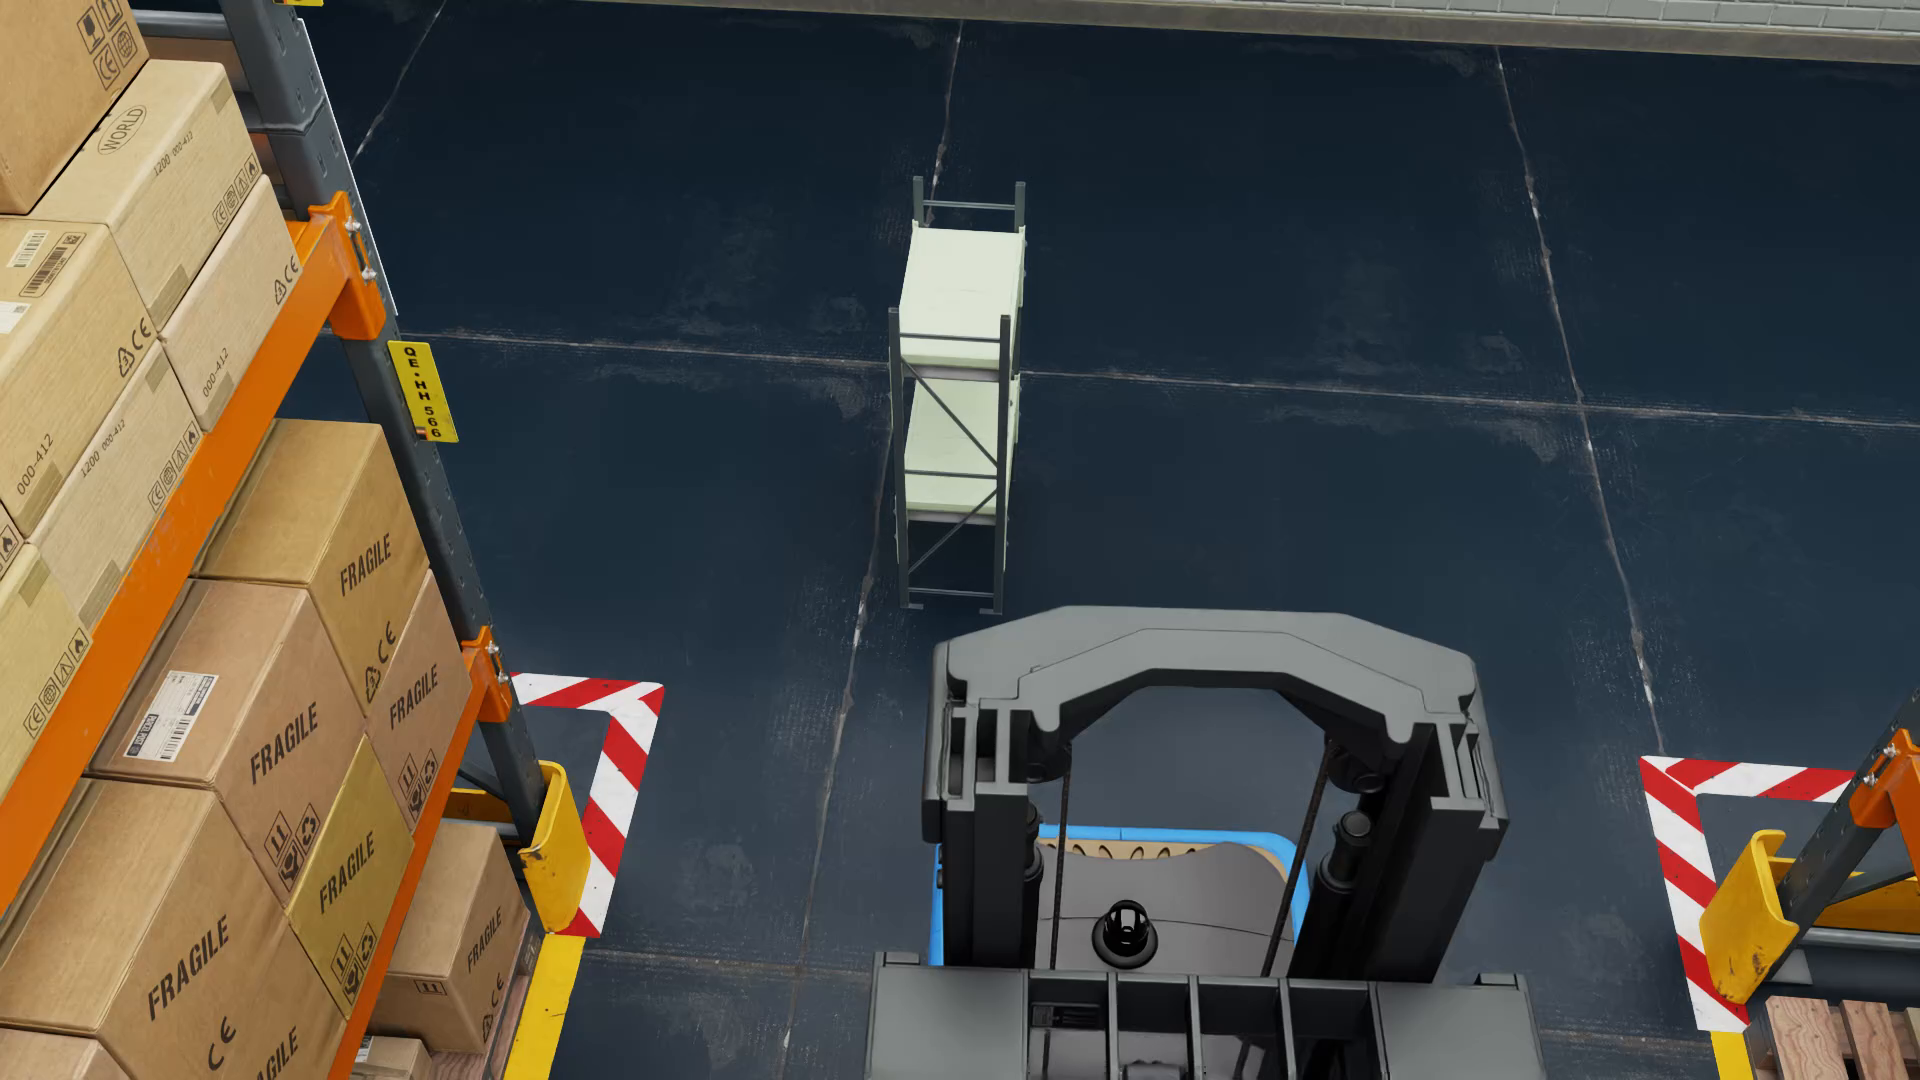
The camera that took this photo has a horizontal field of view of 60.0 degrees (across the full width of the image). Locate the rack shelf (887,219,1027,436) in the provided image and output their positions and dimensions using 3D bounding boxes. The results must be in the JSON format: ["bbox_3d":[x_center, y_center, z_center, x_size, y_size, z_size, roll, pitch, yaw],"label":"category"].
[{"bbox_3d":[-0.001,-0.765,5.930,0.431,0.370,0.720,4,48,4],"label":"rack shelf"}]

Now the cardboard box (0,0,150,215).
[{"bbox_3d":[-1.895,-0.919,2.806,0.700,0.500,0.500,4,48,4],"label":"cardboard box"}]

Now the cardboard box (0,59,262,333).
[{"bbox_3d":[-1.657,-0.650,3.068,0.500,0.250,0.500,4,48,4],"label":"cardboard box"}]

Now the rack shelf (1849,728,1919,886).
[{"bbox_3d":[2.886,2.134,3.279,1.077,0.370,4.000,4,48,4],"label":"rack shelf"}]

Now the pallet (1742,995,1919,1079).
[{"bbox_3d":[2.955,1.966,4.835,1.003,0.211,1.213,4,48,4],"label":"pallet"}]

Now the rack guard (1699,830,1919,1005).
[{"bbox_3d":[3.058,1.246,5.297,1.175,0.500,0.348,4,48,4],"label":"rack guard"}]

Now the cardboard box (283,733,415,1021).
[{"bbox_3d":[-1.678,0.781,3.961,0.500,0.500,0.500,4,48,4],"label":"cardboard box"}]

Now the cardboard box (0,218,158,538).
[{"bbox_3d":[-1.702,-0.283,2.732,0.500,0.250,0.500,4,48,4],"label":"cardboard box"}]

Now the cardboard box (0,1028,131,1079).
[{"bbox_3d":[-1.765,1.190,2.910,0.500,0.500,0.500,5,48,5],"label":"cardboard box"}]

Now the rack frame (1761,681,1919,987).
[{"bbox_3d":[3.068,0.421,4.358,1.000,3.000,0.127,4,48,4],"label":"rack frame"}]

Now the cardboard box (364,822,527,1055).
[{"bbox_3d":[-1.668,1.197,5.044,0.500,0.500,0.500,4,48,4],"label":"cardboard box"}]

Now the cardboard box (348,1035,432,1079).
[{"bbox_3d":[-1.795,1.601,4.901,0.380,0.166,0.250,4,48,4],"label":"cardboard box"}]

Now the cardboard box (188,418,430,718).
[{"bbox_3d":[-1.631,0.060,3.943,0.500,0.500,0.500,3,48,3],"label":"cardboard box"}]

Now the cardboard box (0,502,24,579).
[{"bbox_3d":[-1.751,0.084,2.396,0.500,0.250,0.500,4,48,4],"label":"cardboard box"}]

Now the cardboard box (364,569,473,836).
[{"bbox_3d":[-1.634,0.399,4.310,0.500,0.500,0.500,5,48,5],"label":"cardboard box"}]

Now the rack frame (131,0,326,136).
[{"bbox_3d":[-1.864,-1.939,2.451,1.000,3.000,0.127,4,48,4],"label":"rack frame"}]

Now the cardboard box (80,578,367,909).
[{"bbox_3d":[-1.676,0.431,3.603,0.500,0.500,0.500,5,48,5],"label":"cardboard box"}]

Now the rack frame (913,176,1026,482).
[{"bbox_3d":[0.033,-0.770,6.464,0.400,1.500,0.023,4,48,4],"label":"rack frame"}]

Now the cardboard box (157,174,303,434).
[{"bbox_3d":[-1.648,-0.481,3.252,0.500,0.250,0.500,4,48,4],"label":"cardboard box"}]

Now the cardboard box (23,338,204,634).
[{"bbox_3d":[-1.705,-0.114,2.917,0.500,0.250,0.500,4,48,4],"label":"cardboard box"}]

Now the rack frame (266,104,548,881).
[{"bbox_3d":[-1.864,0.085,4.665,1.000,3.000,0.127,4,48,4],"label":"rack frame"}]

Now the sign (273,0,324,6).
[{"bbox_3d":[-1.313,-1.174,3.184,0.100,0.325,0.005,4,48,4],"label":"sign"}]

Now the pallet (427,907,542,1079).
[{"bbox_3d":[-1.943,1.668,5.107,1.003,0.211,1.213,4,48,4],"label":"pallet"}]

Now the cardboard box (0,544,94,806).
[{"bbox_3d":[-1.737,0.254,2.580,0.500,0.250,0.500,4,48,4],"label":"cardboard box"}]

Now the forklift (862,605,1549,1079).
[{"bbox_3d":[0.384,1.620,3.308,1.130,2.935,3.031,2,48,2],"label":"forklift"}]

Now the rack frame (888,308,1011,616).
[{"bbox_3d":[-0.034,-0.232,5.972,0.400,1.500,0.023,4,48,4],"label":"rack frame"}]

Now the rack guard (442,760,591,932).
[{"bbox_3d":[-1.871,0.985,5.536,1.175,0.500,0.348,4,48,4],"label":"rack guard"}]

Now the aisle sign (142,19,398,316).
[{"bbox_3d":[-1.553,-0.821,3.733,0.394,0.787,0.004,4,48,4],"label":"aisle sign"}]

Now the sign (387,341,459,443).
[{"bbox_3d":[-1.313,-0.360,4.074,0.100,0.325,0.005,4,48,4],"label":"sign"}]

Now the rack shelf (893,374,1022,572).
[{"bbox_3d":[-0.001,-0.281,6.459,0.431,0.370,0.720,4,48,4],"label":"rack shelf"}]

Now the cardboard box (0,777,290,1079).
[{"bbox_3d":[-1.718,0.812,3.255,0.500,0.500,0.500,5,48,5],"label":"cardboard box"}]

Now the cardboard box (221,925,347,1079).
[{"bbox_3d":[-1.728,1.147,3.626,0.500,0.500,0.500,4,48,4],"label":"cardboard box"}]

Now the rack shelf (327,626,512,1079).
[{"bbox_3d":[-2.046,1.798,3.586,1.077,0.370,4.000,4,48,4],"label":"rack shelf"}]

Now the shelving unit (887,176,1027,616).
[{"bbox_3d":[-0.001,-0.501,6.218,0.431,1.500,0.755,4,48,4],"label":"shelving unit"}]

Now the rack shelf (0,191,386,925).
[{"bbox_3d":[-2.046,0.786,2.479,1.077,0.370,4.000,4,48,4],"label":"rack shelf"}]
